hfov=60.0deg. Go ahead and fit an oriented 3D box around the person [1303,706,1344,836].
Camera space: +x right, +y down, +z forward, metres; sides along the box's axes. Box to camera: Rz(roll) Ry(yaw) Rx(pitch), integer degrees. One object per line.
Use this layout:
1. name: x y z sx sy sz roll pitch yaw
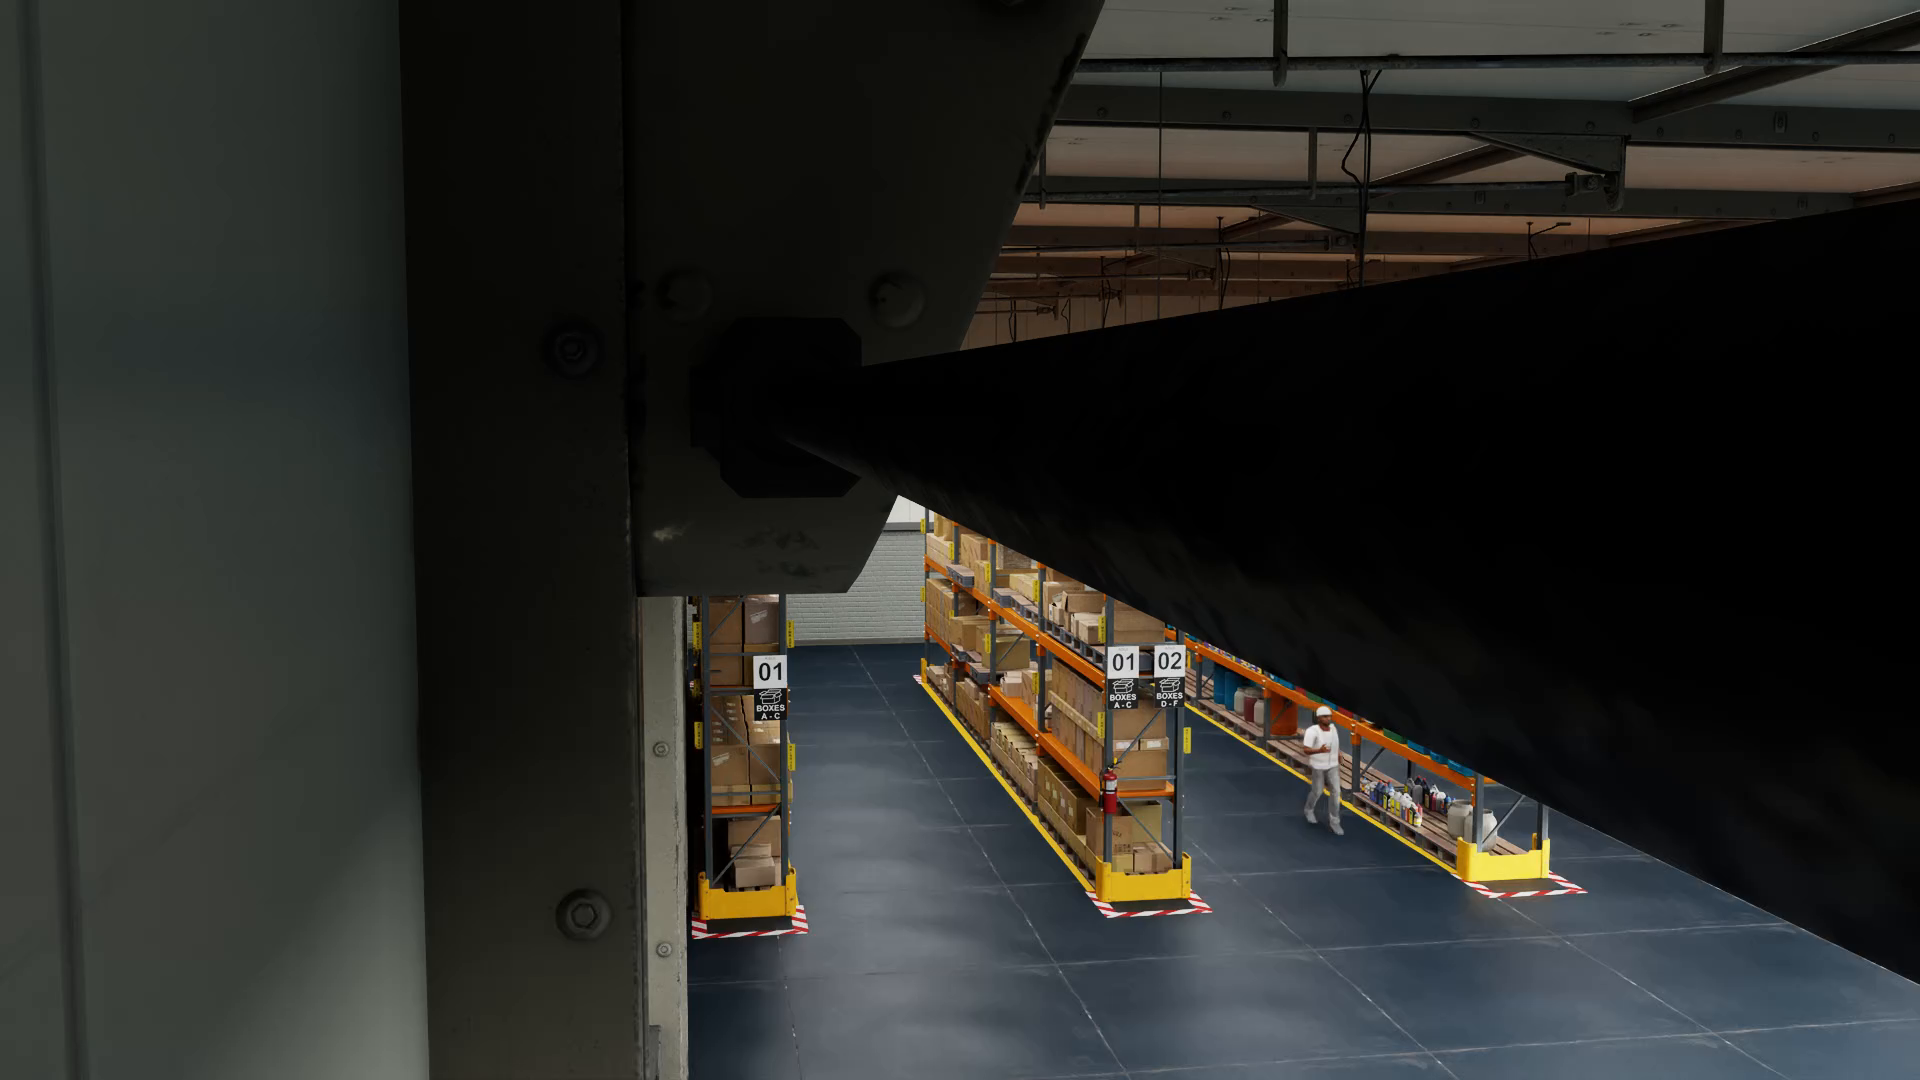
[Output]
1. person: 5.273 3.310 24.120 0.679 1.808 0.833 -2 5 -17
